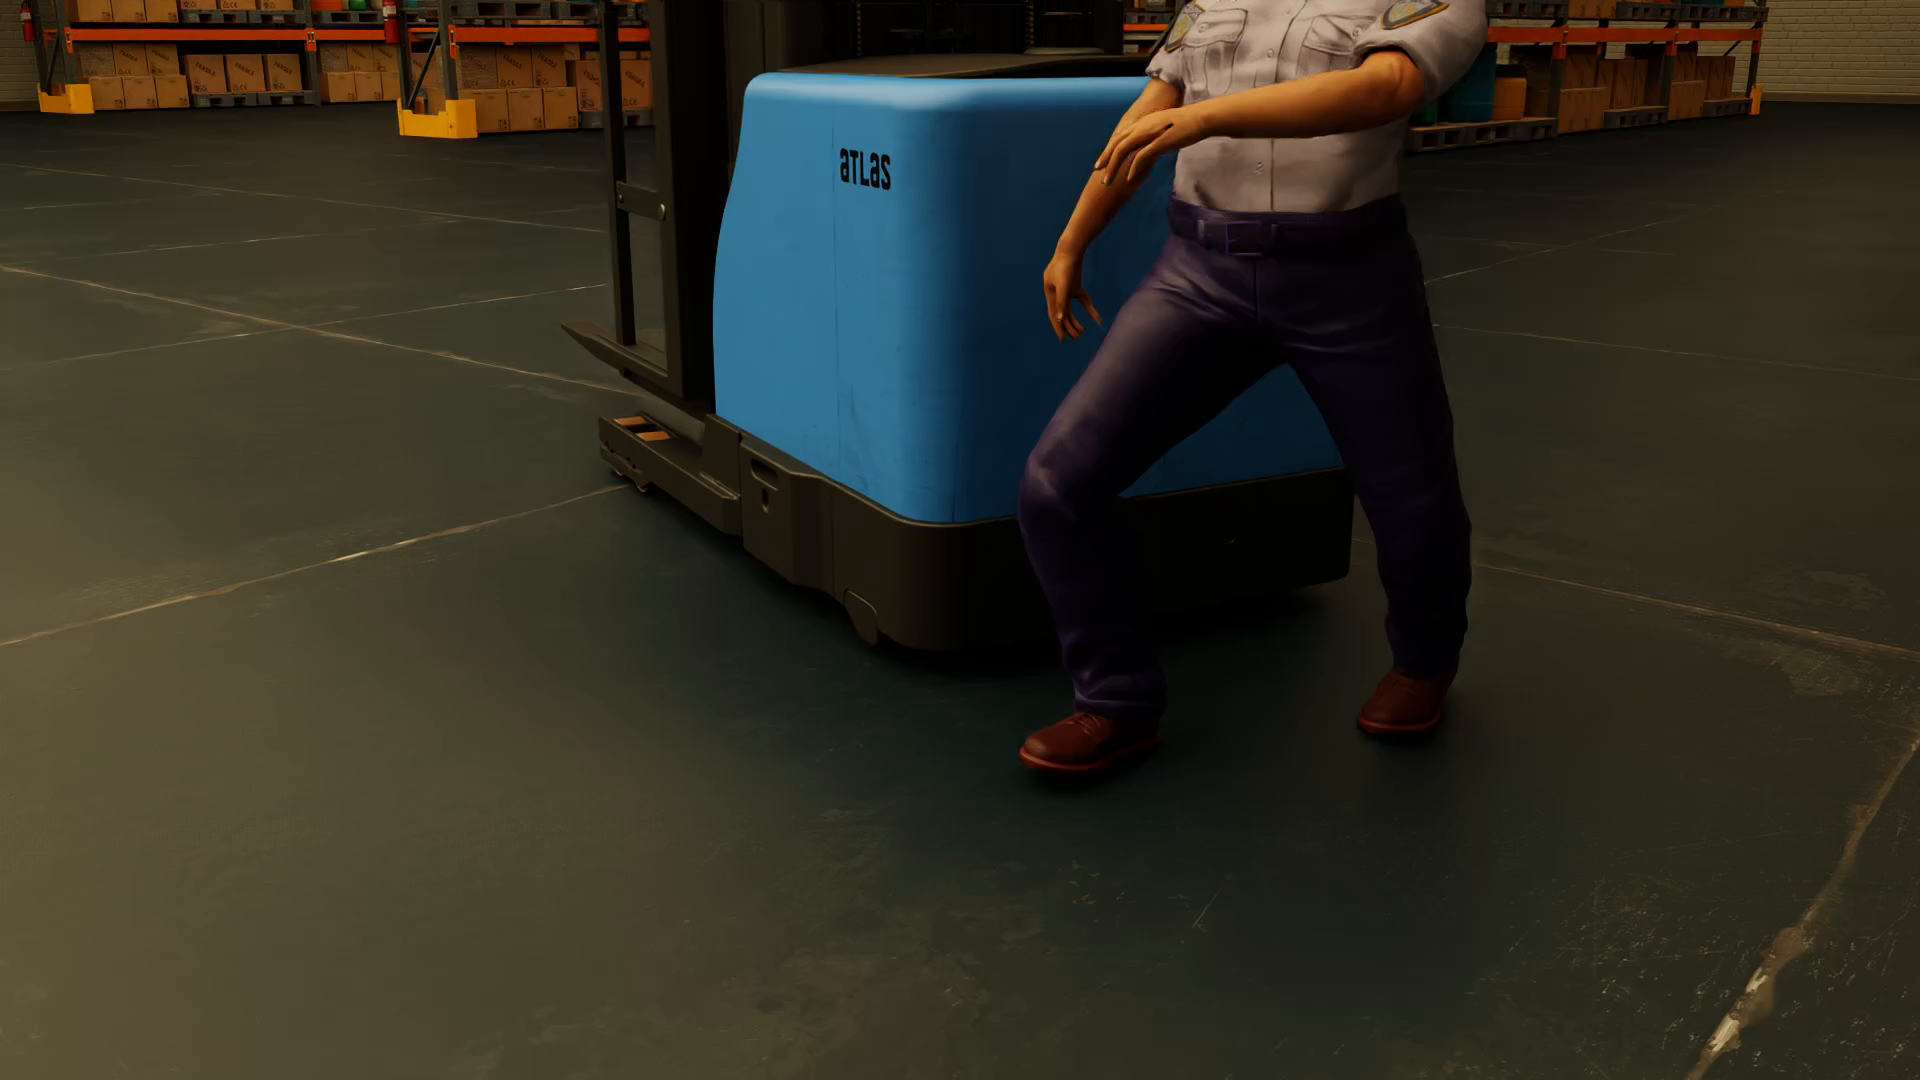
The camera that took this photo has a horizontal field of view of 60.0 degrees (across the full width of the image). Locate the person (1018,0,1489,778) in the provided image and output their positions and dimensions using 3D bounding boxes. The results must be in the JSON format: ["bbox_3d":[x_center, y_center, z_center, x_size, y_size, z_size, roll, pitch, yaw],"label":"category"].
[{"bbox_3d":[0.448,-0.385,2.573,0.719,1.524,0.824,8,19,26],"label":"person"}]

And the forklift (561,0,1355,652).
[{"bbox_3d":[-0.324,-1.578,4.094,1.130,2.935,3.031,-9,19,-27],"label":"forklift"}]
